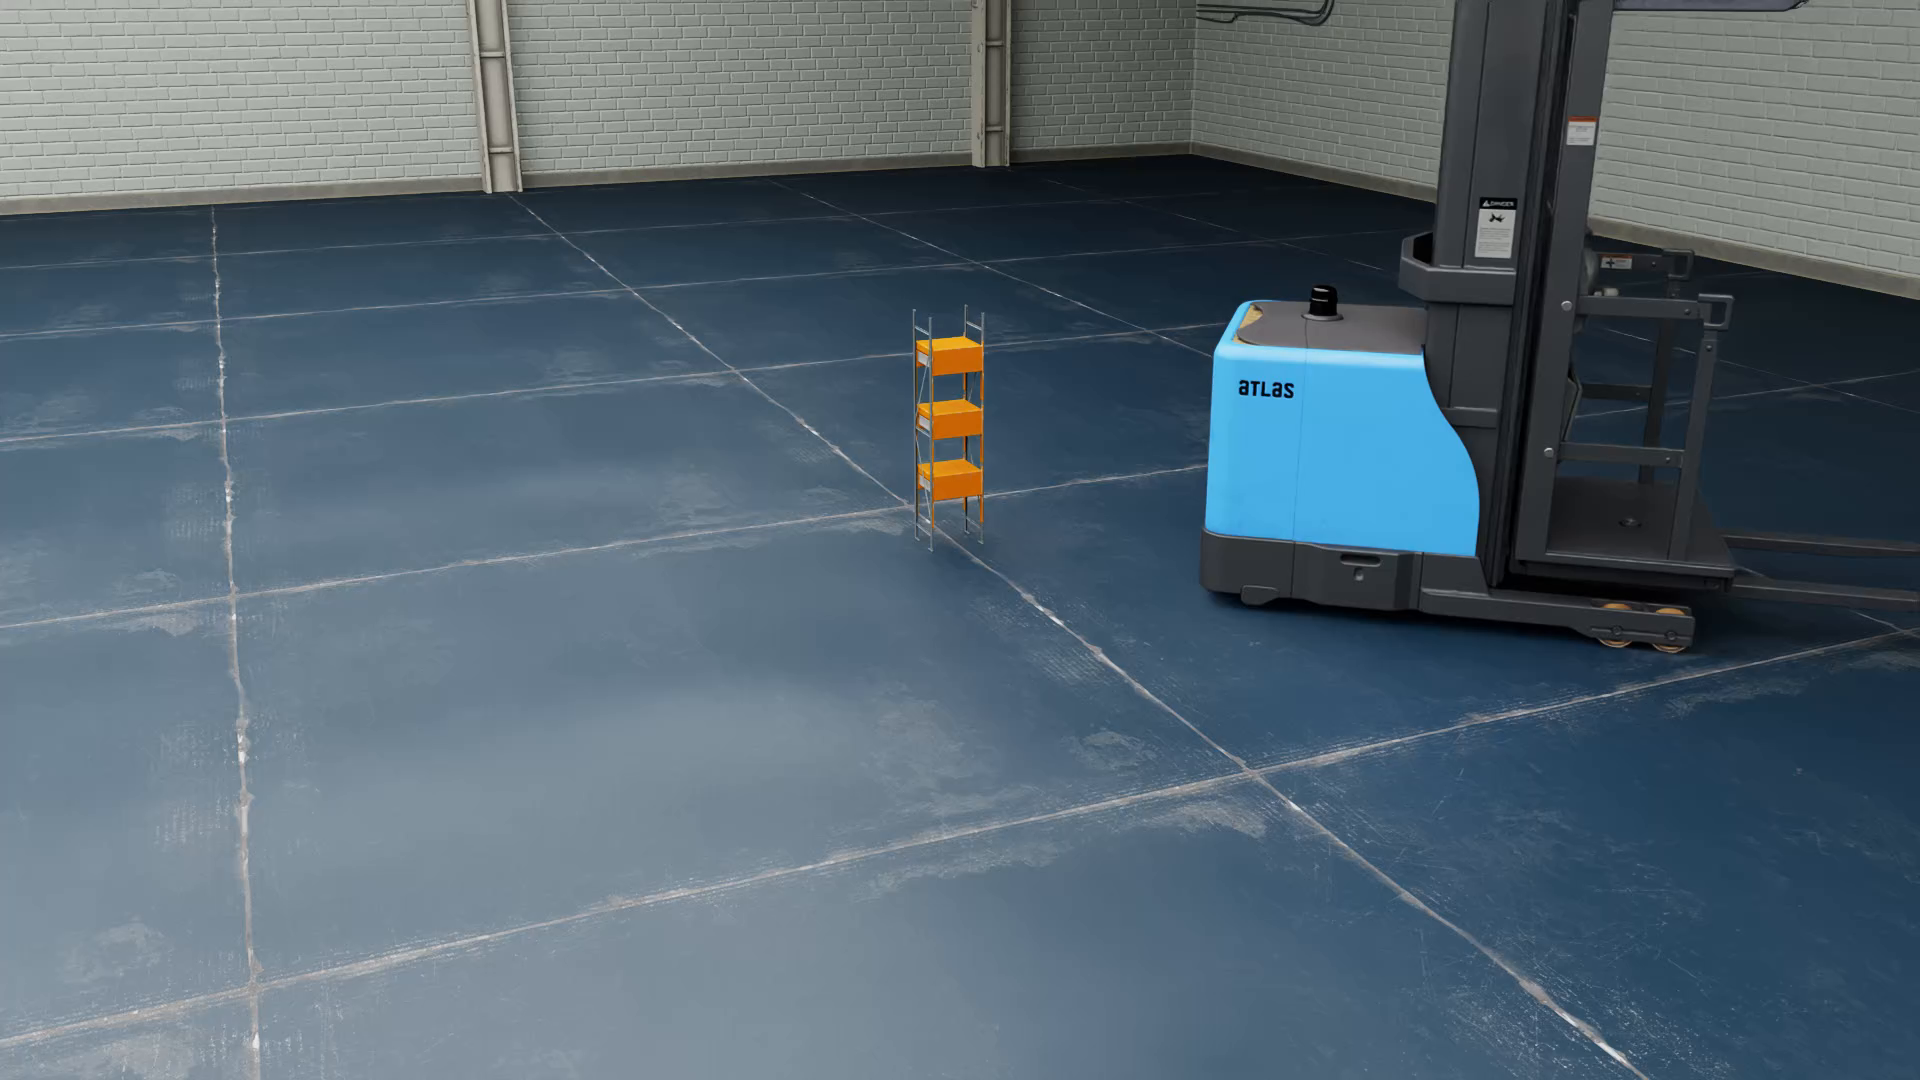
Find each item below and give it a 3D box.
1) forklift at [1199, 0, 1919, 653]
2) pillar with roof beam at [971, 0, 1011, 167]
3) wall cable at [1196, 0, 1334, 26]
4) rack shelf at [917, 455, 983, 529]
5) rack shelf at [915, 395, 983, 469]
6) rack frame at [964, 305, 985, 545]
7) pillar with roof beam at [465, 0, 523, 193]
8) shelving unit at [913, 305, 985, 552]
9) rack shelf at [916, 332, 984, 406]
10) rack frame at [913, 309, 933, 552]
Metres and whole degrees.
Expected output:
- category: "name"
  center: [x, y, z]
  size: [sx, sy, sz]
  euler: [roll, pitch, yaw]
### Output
- category: "forklift"
  center: [2.554, -1.151, 6.377]
  size: [3.031, 2.935, 1.130]
  euler: [5, 20, 14]
- category: "pillar with roof beam"
  center: [2.089, -7.640, 15.670]
  size: [0.400, 9.000, 9.100]
  euler: [-8, 21, -22]
- category: "wall cable"
  center: [3.612, -7.472, 19.870]
  size: [0.112, 2.526, 3.097]
  euler: [-8, 21, -22]
- category: "rack shelf"
  center: [-0.049, -0.216, 7.423]
  size: [0.240, 0.259, 0.215]
  euler: [-8, 21, -22]
- category: "rack shelf"
  center: [-0.049, -0.478, 7.331]
  size: [0.240, 0.259, 0.215]
  euler: [-8, 21, -22]
- category: "rack frame"
  center: [0.063, -0.504, 7.373]
  size: [0.008, 1.050, 0.200]
  euler: [-8, 21, -22]
- category: "pillar with roof beam"
  center: [-3.420, -6.851, 13.429]
  size: [0.400, 9.000, 9.100]
  euler: [-8, 21, -22]
- category: "shelving unit"
  center: [-0.049, -0.488, 7.328]
  size: [0.252, 1.050, 0.215]
  euler: [-8, 21, -22]
- category: "rack shelf"
  center: [-0.049, -0.746, 7.237]
  size: [0.240, 0.259, 0.215]
  euler: [-8, 21, -22]
- category: "rack frame"
  center: [-0.161, -0.472, 7.282]
  size: [0.008, 1.050, 0.200]
  euler: [-8, 21, -22]
